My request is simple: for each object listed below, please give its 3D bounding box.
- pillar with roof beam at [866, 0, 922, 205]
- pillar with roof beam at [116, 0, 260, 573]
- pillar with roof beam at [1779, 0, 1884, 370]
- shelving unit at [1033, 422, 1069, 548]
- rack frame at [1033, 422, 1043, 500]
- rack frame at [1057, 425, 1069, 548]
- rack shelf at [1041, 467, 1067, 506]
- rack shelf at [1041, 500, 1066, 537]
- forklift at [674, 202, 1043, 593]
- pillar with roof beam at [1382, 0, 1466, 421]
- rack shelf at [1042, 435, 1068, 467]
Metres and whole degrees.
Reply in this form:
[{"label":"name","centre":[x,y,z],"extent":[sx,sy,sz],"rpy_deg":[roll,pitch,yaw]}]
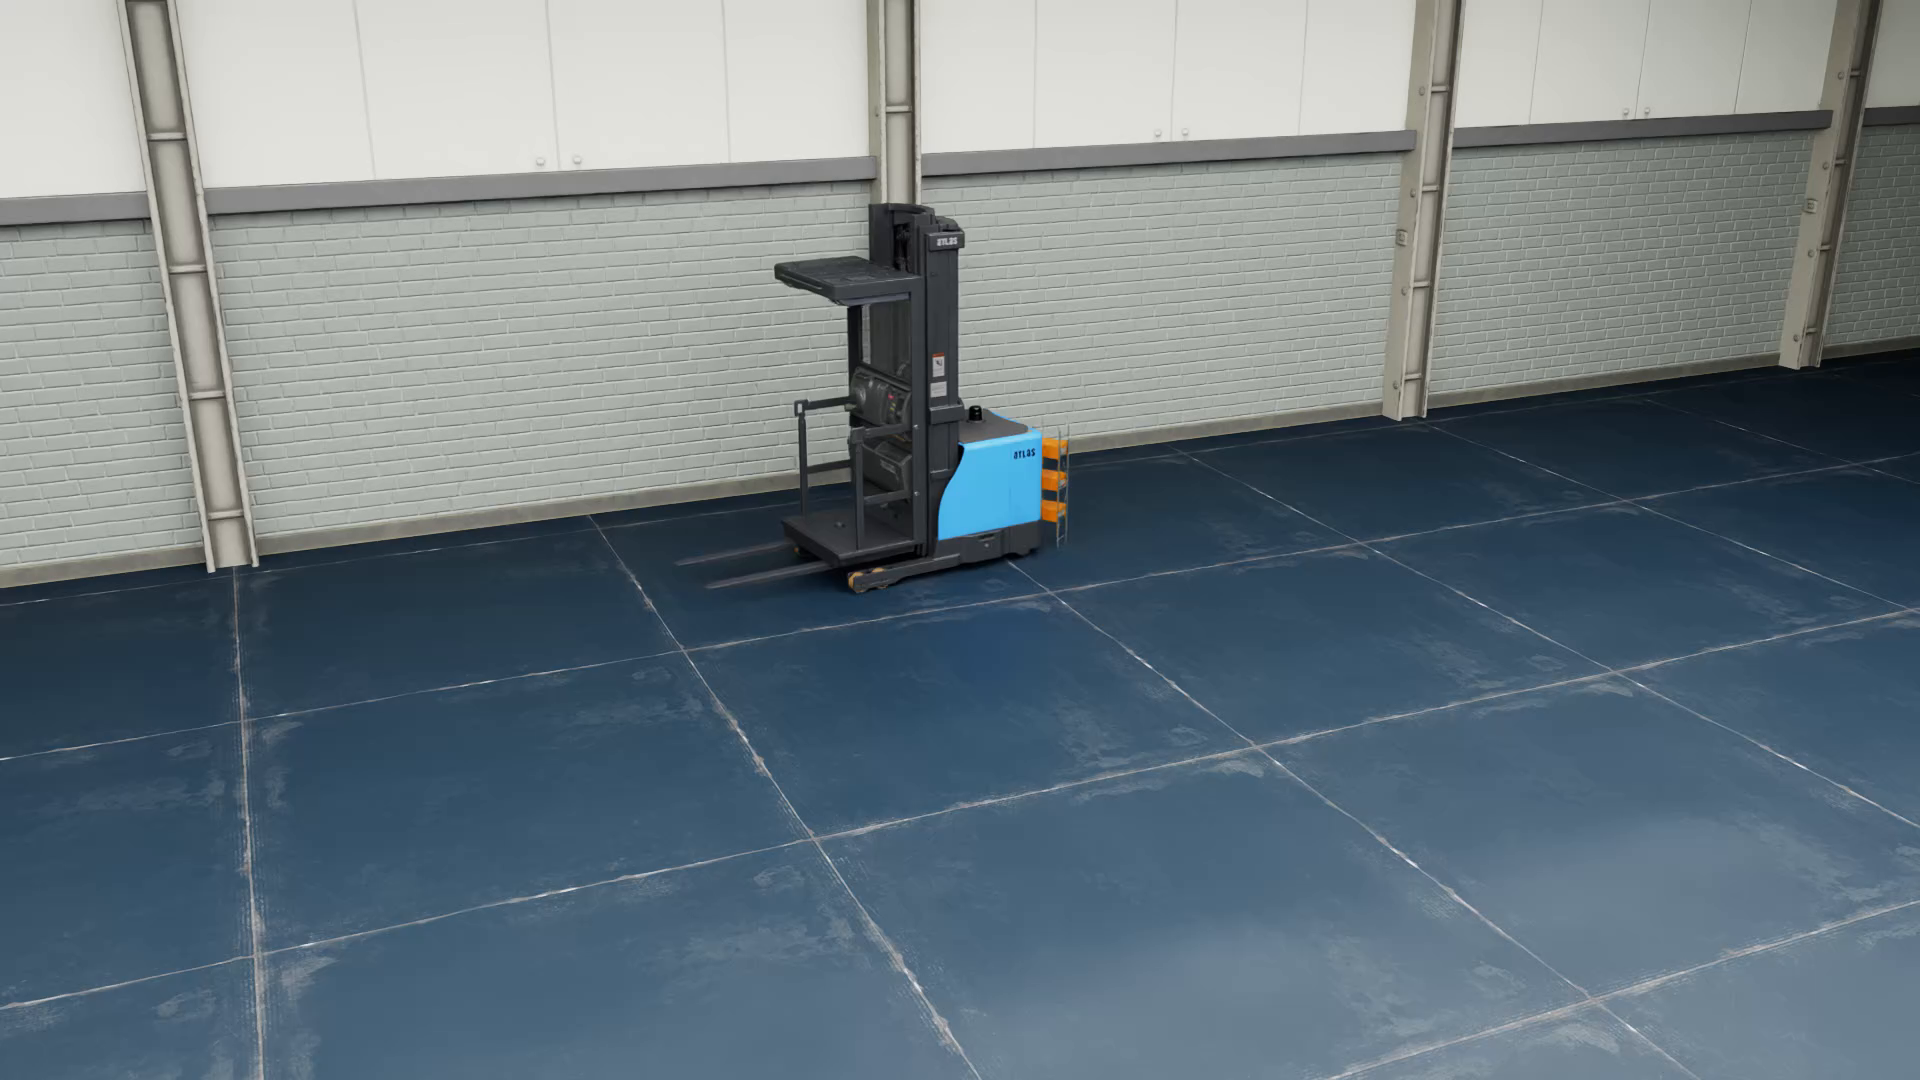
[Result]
[{"label":"pillar with roof beam","centre":[1.113,-3.524,10.980],"extent":[0.400,9.000,9.100],"rpy_deg":[-8,21,-22]},{"label":"pillar with roof beam","centre":[-4.396,-2.734,8.739],"extent":[0.400,9.000,9.100],"rpy_deg":[-8,21,-22]},{"label":"pillar with roof beam","centre":[12.132,-5.102,15.464],"extent":[0.400,9.000,9.100],"rpy_deg":[-8,21,-22]},{"label":"shelving unit","centre":[0.773,-0.471,14.280],"extent":[0.252,1.050,0.215],"rpy_deg":[10,22,26]},{"label":"rack frame","centre":[0.665,-0.490,14.333],"extent":[0.008,1.050,0.200],"rpy_deg":[10,22,26]},{"label":"rack frame","centre":[0.882,-0.453,14.227],"extent":[0.008,1.050,0.200],"rpy_deg":[10,22,26]},{"label":"rack shelf","centre":[0.773,-0.461,14.283],"extent":[0.240,0.259,0.215],"rpy_deg":[10,22,26]},{"label":"rack shelf","centre":[0.773,-0.199,14.376],"extent":[0.240,0.259,0.215],"rpy_deg":[10,22,26]},{"label":"forklift","centre":[-0.826,-1.156,13.391],"extent":[3.031,2.935,1.130],"rpy_deg":[-11,22,-29]},{"label":"pillar with roof beam","centre":[6.622,-4.313,13.222],"extent":[0.400,9.000,9.100],"rpy_deg":[-8,21,-22]},{"label":"rack shelf","centre":[0.773,-0.729,14.189],"extent":[0.240,0.259,0.215],"rpy_deg":[10,22,26]}]
